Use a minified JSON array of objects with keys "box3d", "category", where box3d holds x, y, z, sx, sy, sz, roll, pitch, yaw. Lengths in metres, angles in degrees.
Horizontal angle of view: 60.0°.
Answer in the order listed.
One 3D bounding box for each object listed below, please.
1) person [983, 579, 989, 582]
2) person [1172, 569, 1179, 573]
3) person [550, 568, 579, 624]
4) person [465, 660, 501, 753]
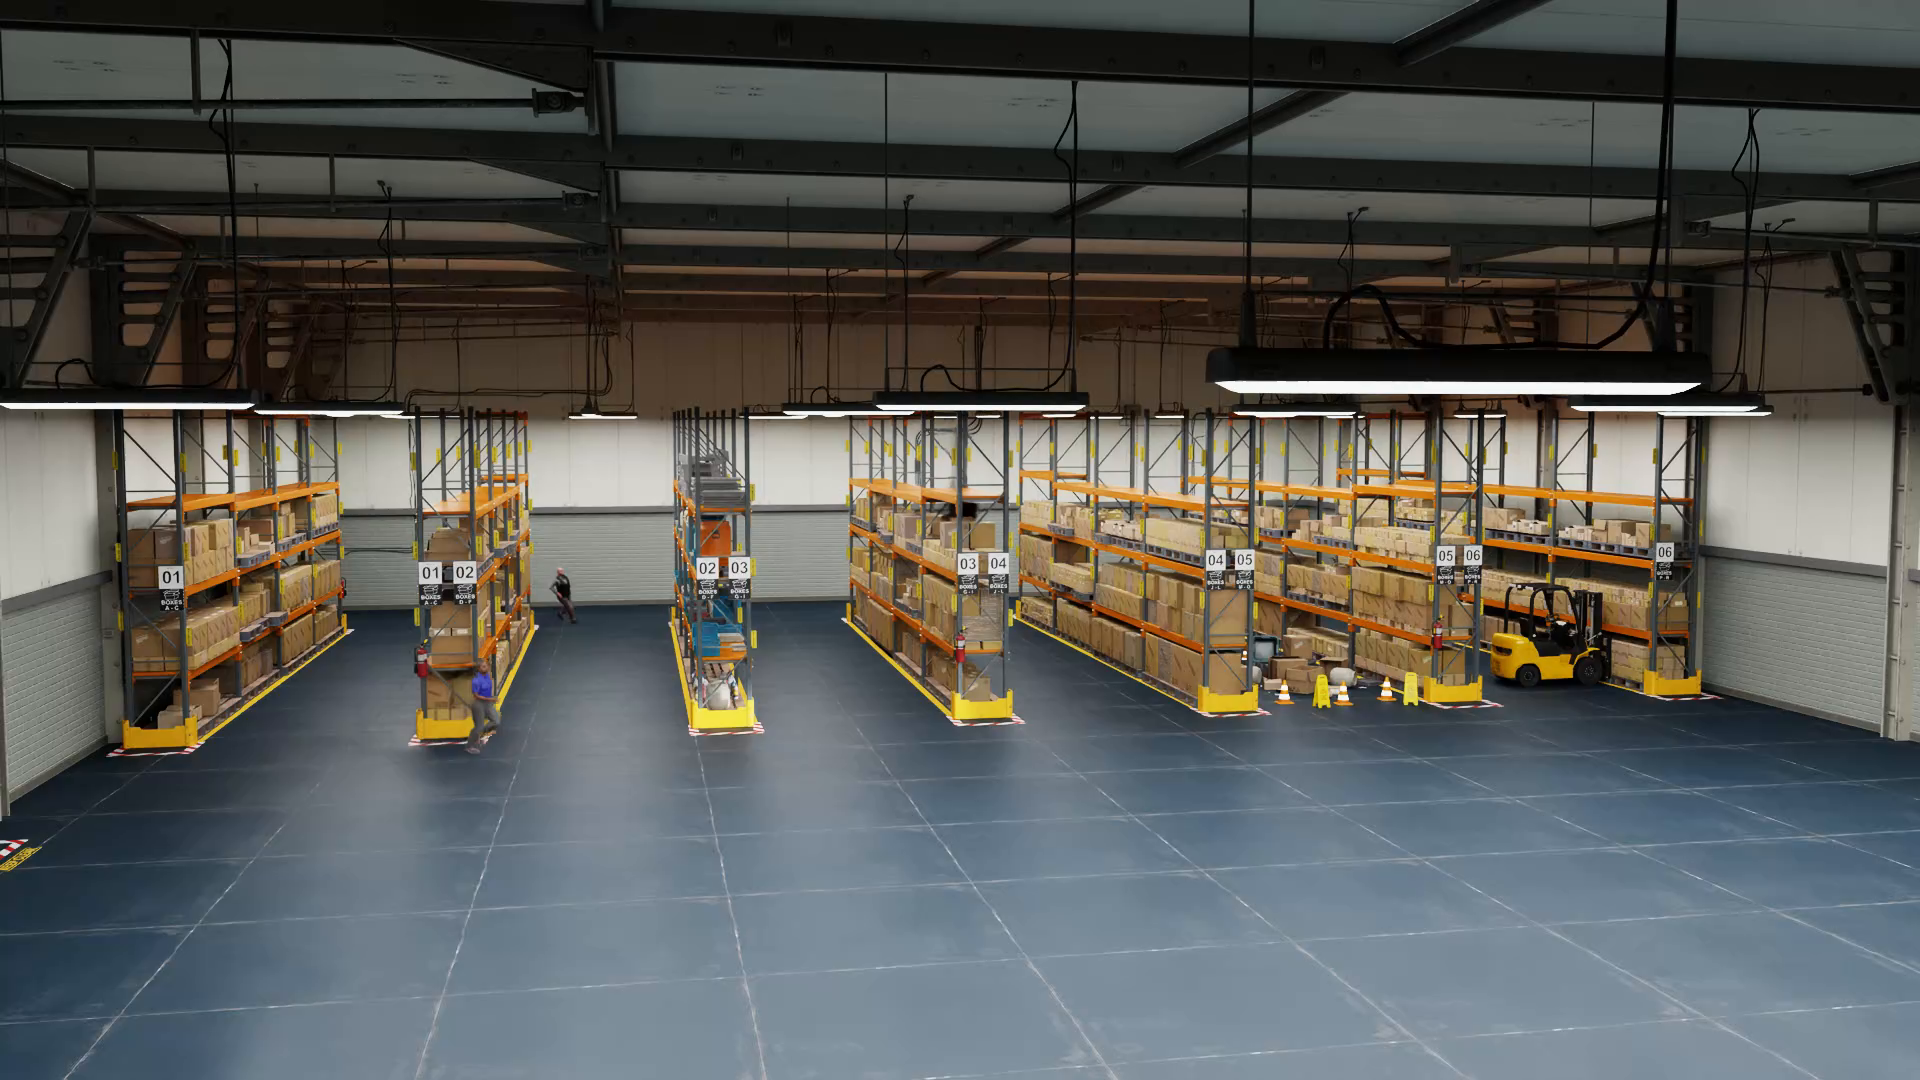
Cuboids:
[{"box3d":[0.812,1.610,46.560,0.653,1.647,0.630,-1,4,-11],"category":"person"},{"box3d":[6.725,1.269,51.031,0.589,1.655,0.562,-1,4,-18],"category":"person"},{"box3d":[-11.253,1.579,46.998,0.744,1.631,0.736,2,4,21],"category":"person"},{"box3d":[-8.214,2.919,28.733,0.711,1.525,0.599,2,4,22],"category":"person"}]
